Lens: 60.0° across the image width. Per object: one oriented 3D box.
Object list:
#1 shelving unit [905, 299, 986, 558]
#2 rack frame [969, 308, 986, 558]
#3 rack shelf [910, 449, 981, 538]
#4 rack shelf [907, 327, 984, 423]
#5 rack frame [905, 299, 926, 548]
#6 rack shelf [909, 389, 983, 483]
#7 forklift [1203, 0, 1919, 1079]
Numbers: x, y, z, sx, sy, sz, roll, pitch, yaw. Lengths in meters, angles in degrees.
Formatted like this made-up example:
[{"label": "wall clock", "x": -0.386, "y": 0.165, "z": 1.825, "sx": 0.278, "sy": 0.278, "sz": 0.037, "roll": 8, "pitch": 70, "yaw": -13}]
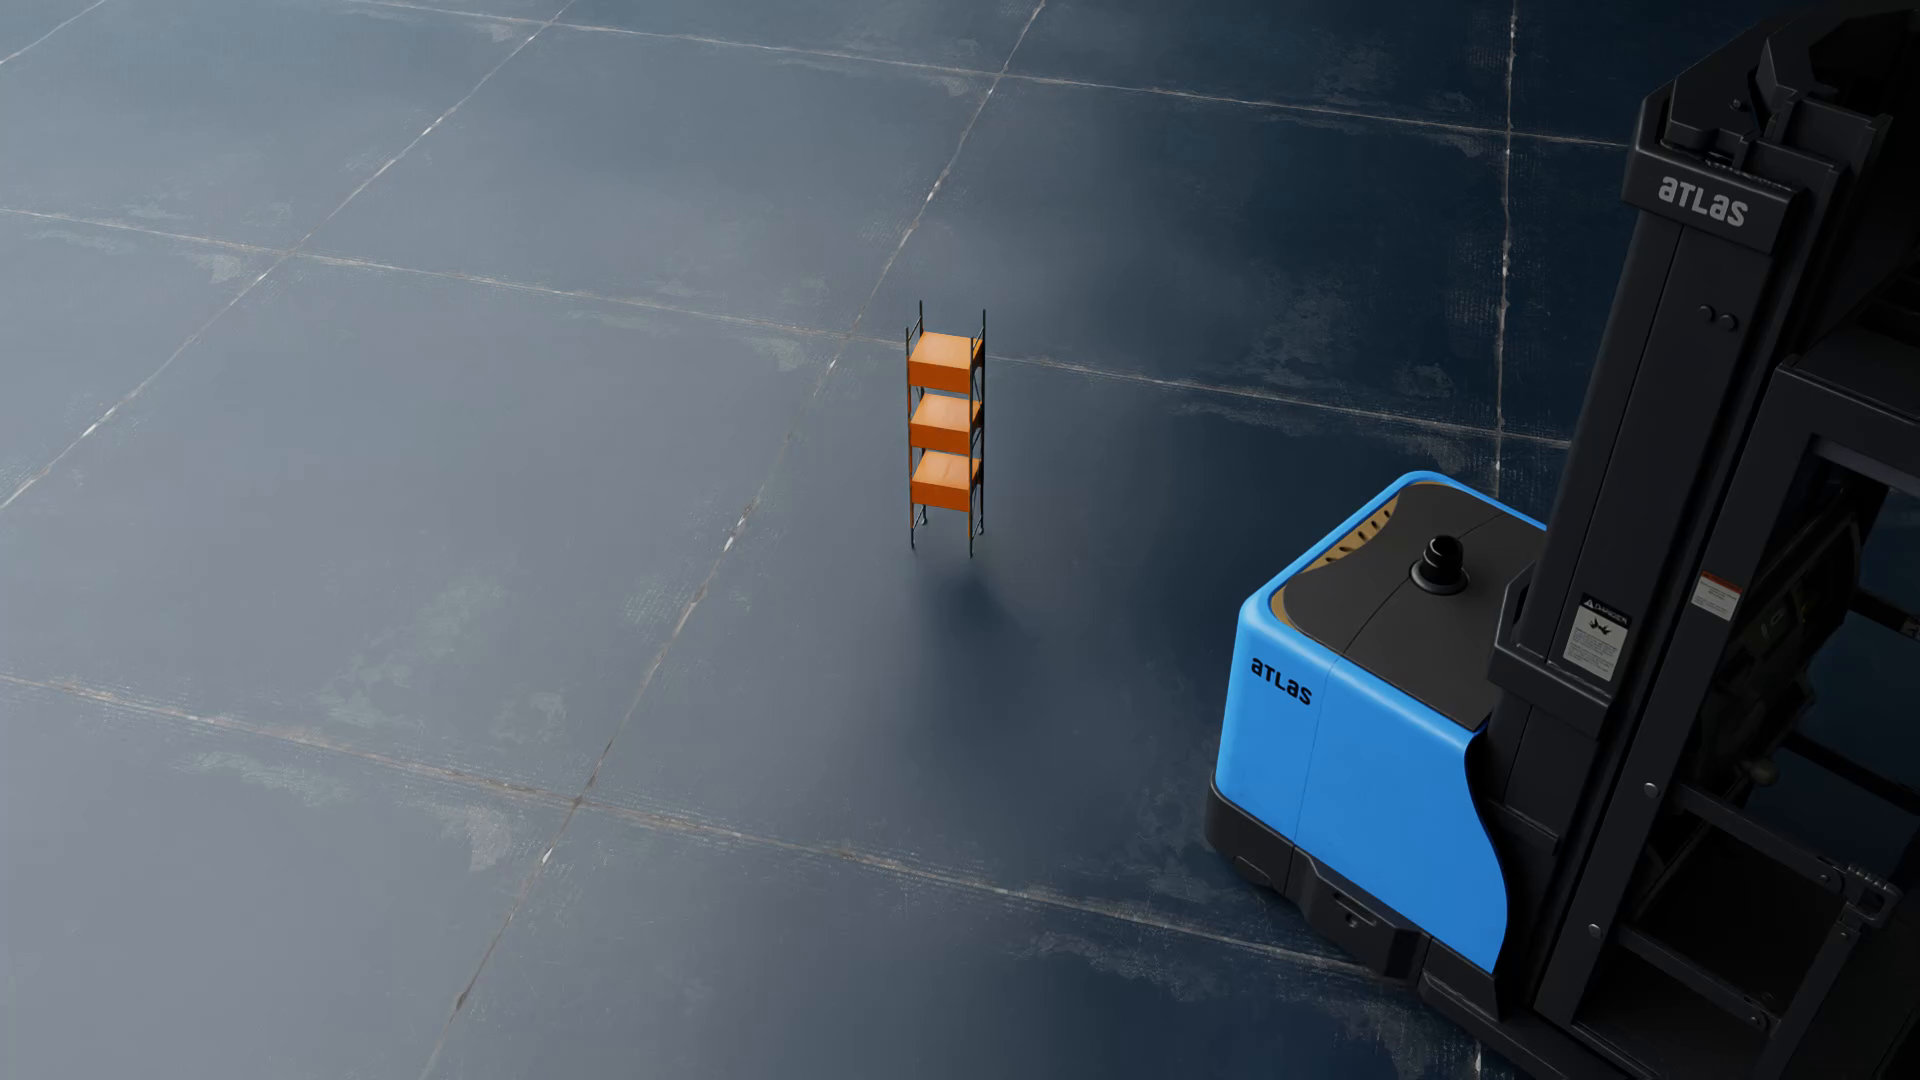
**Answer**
[{"label": "shelving unit", "x": -0.052, "y": -0.411, "z": 6.423, "sx": 0.252, "sy": 1.050, "sz": 0.215, "roll": 10, "pitch": 41, "yaw": 11}, {"label": "rack frame", "x": 0.066, "y": -0.391, "z": 6.399, "sx": 0.008, "sy": 1.050, "sz": 0.200, "roll": 10, "pitch": 41, "yaw": 11}, {"label": "rack shelf", "x": -0.052, "y": -0.190, "z": 6.609, "sx": 0.240, "sy": 0.259, "sz": 0.215, "roll": 10, "pitch": 41, "yaw": 11}, {"label": "rack shelf", "x": -0.052, "y": -0.620, "z": 6.247, "sx": 0.240, "sy": 0.259, "sz": 0.215, "roll": 10, "pitch": 41, "yaw": 11}, {"label": "rack frame", "x": -0.170, "y": -0.431, "z": 6.447, "sx": 0.008, "sy": 1.050, "sz": 0.200, "roll": 10, "pitch": 41, "yaw": 11}, {"label": "rack shelf", "x": -0.052, "y": -0.403, "z": 6.430, "sx": 0.240, "sy": 0.259, "sz": 0.215, "roll": 10, "pitch": 41, "yaw": 11}, {"label": "forklift", "x": 2.210, "y": 0.334, "z": 4.074, "sx": 3.031, "sy": 2.935, "sz": 1.130, "roll": 32, "pitch": 50, "yaw": 32}]
